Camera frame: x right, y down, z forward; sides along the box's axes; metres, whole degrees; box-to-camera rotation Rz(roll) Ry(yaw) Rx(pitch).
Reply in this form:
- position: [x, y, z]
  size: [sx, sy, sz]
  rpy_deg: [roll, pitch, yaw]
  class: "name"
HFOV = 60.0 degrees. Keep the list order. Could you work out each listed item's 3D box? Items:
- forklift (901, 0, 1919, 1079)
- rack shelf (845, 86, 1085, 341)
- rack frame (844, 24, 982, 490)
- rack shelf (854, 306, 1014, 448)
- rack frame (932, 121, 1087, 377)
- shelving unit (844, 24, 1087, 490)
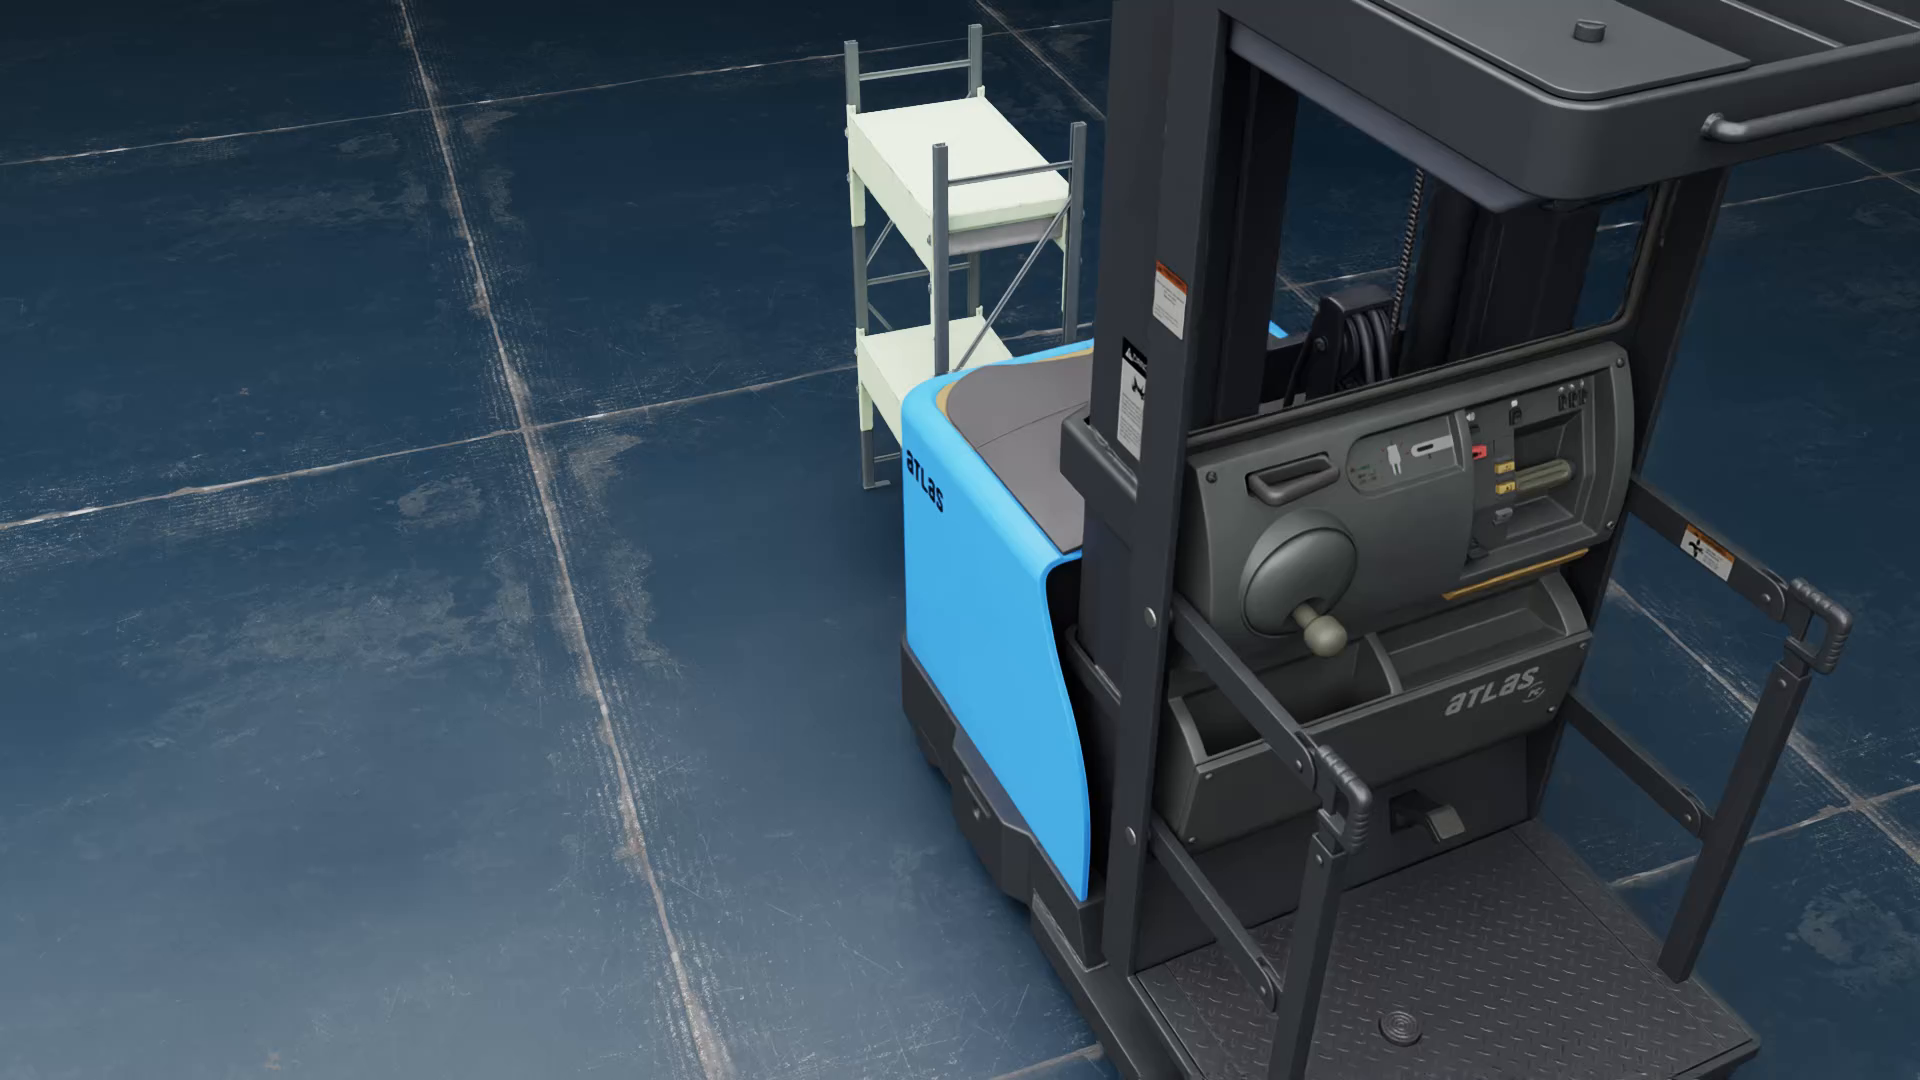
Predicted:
- position: [0.921, -0.004, 2.819]
  size: [1.130, 2.935, 3.031]
  rpy_deg: [-16, 40, -20]
  class: "forklift"
- position: [-0.002, -0.915, 4.569]
  size: [0.431, 0.370, 0.720]
  rpy_deg: [-12, 39, -16]
  class: "rack shelf"
- position: [-0.128, -0.810, 5.078]
  size: [0.400, 1.500, 0.023]
  rpy_deg: [-12, 39, -16]
  class: "rack frame"
- position: [-0.002, -0.342, 5.000]
  size: [0.431, 0.370, 0.720]
  rpy_deg: [-12, 39, -16]
  class: "rack shelf"
- position: [0.124, -0.396, 4.529]
  size: [0.400, 1.500, 0.023]
  rpy_deg: [-12, 39, -16]
  class: "rack frame"
- position: [-0.002, -0.603, 4.804]
  size: [0.431, 1.500, 0.755]
  rpy_deg: [-12, 39, -16]
  class: "shelving unit"
